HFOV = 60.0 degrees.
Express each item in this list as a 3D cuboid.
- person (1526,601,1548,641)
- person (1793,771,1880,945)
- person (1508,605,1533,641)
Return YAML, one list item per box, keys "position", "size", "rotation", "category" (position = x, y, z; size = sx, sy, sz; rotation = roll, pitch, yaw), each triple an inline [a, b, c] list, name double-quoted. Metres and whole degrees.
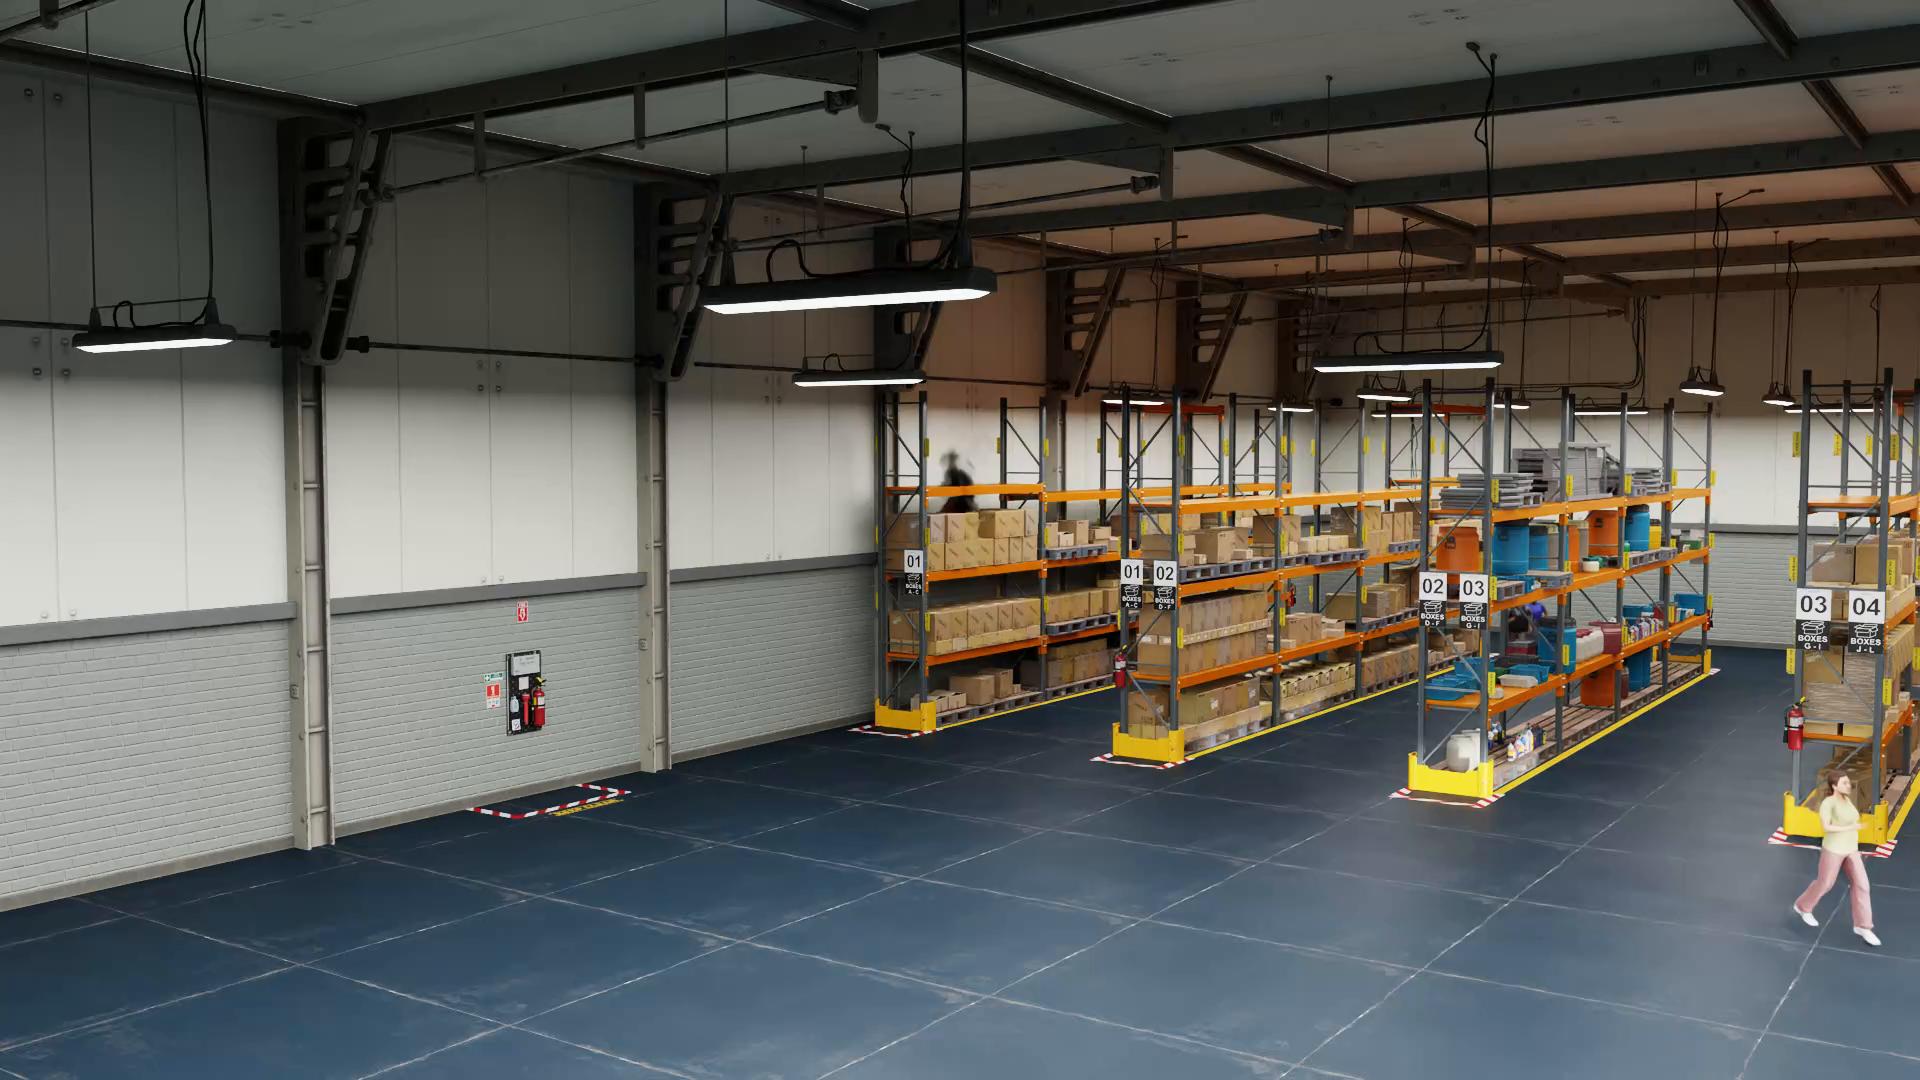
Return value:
- position: [13.451, 2.035, 38.803]
  size: [0.571, 1.598, 0.644]
  rotation: [1, 3, 14]
  category: "person"
- position: [8.977, 3.201, 17.003]
  size: [0.561, 1.691, 0.908]
  rotation: [-1, 3, -23]
  category: "person"
- position: [12.363, 2.075, 36.906]
  size: [0.635, 1.756, 0.899]
  rotation: [1, 3, 22]
  category: "person"
